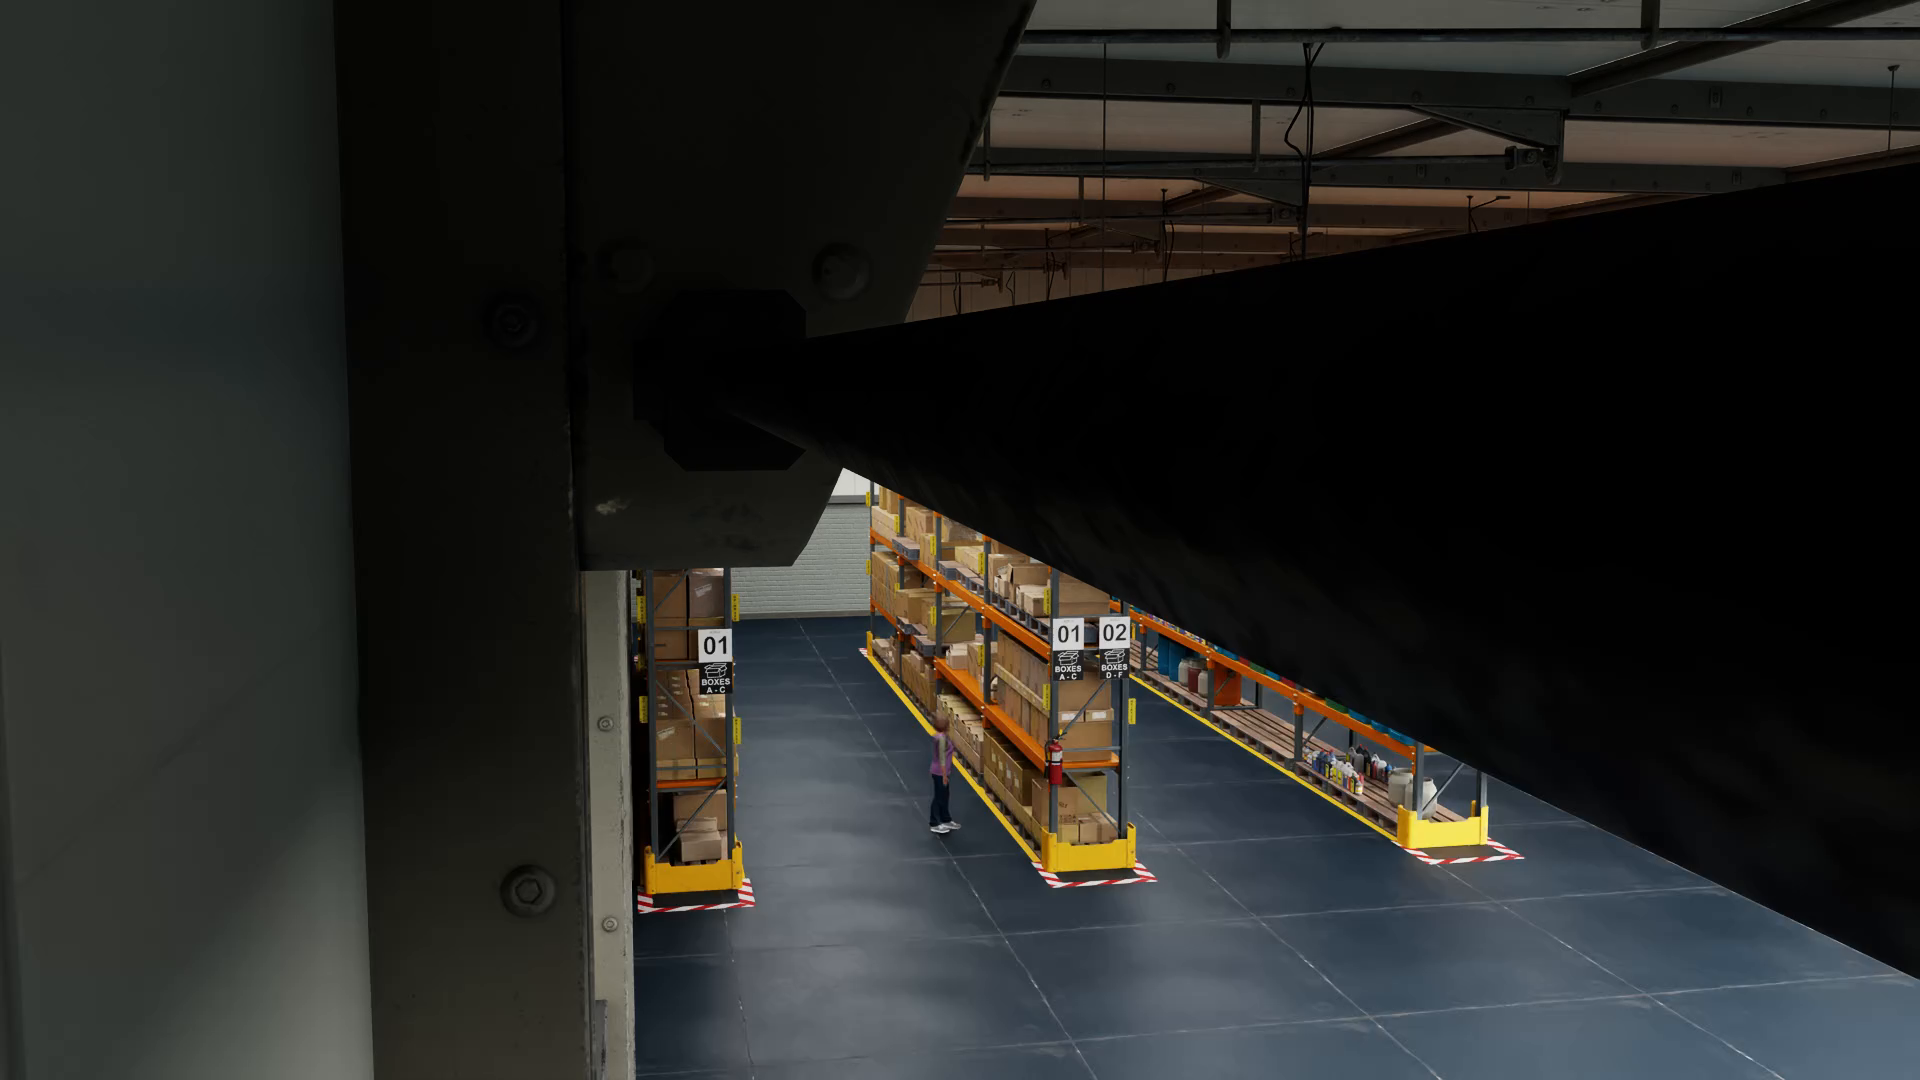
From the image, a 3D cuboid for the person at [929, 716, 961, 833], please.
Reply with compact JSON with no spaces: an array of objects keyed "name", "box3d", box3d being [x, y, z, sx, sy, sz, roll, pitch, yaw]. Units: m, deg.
[{"name":"person","box3d":[-0.197,3.188,22.616,0.450,1.614,0.459,0,6,-4]}]
